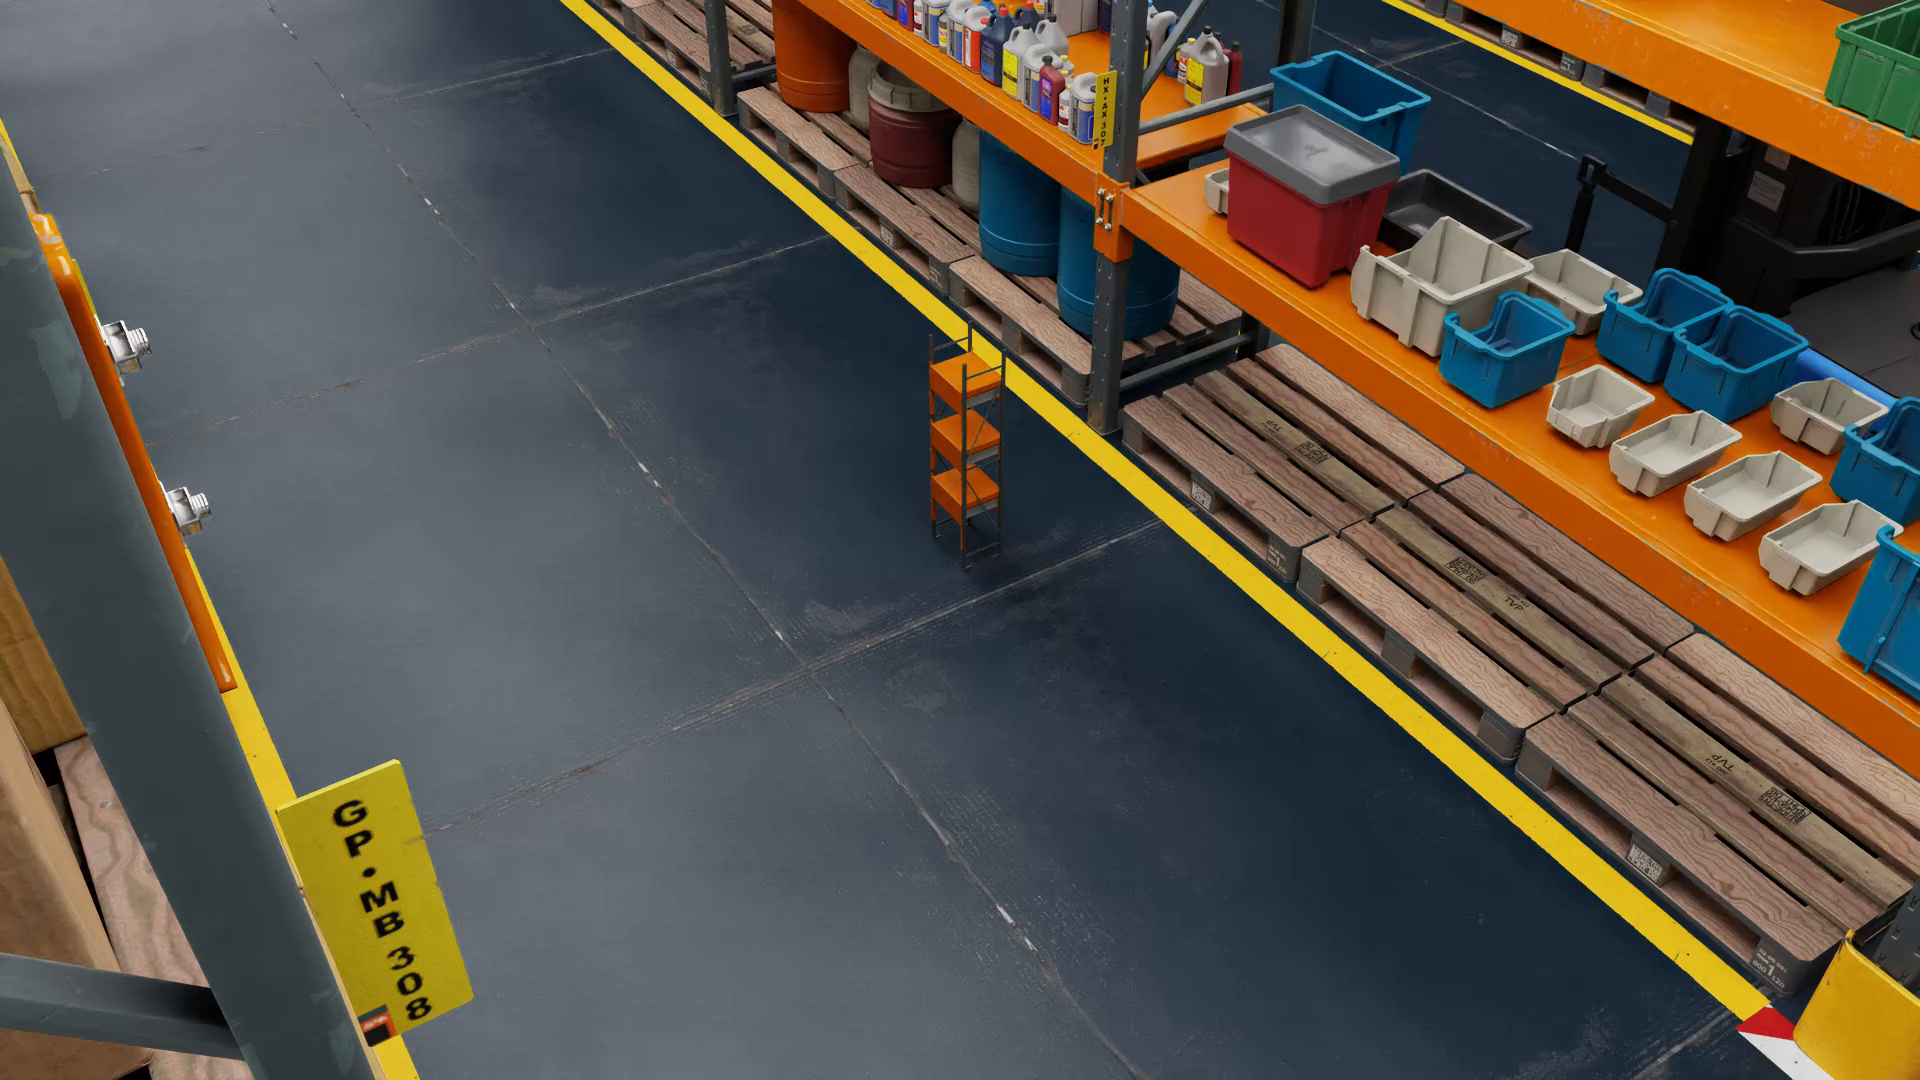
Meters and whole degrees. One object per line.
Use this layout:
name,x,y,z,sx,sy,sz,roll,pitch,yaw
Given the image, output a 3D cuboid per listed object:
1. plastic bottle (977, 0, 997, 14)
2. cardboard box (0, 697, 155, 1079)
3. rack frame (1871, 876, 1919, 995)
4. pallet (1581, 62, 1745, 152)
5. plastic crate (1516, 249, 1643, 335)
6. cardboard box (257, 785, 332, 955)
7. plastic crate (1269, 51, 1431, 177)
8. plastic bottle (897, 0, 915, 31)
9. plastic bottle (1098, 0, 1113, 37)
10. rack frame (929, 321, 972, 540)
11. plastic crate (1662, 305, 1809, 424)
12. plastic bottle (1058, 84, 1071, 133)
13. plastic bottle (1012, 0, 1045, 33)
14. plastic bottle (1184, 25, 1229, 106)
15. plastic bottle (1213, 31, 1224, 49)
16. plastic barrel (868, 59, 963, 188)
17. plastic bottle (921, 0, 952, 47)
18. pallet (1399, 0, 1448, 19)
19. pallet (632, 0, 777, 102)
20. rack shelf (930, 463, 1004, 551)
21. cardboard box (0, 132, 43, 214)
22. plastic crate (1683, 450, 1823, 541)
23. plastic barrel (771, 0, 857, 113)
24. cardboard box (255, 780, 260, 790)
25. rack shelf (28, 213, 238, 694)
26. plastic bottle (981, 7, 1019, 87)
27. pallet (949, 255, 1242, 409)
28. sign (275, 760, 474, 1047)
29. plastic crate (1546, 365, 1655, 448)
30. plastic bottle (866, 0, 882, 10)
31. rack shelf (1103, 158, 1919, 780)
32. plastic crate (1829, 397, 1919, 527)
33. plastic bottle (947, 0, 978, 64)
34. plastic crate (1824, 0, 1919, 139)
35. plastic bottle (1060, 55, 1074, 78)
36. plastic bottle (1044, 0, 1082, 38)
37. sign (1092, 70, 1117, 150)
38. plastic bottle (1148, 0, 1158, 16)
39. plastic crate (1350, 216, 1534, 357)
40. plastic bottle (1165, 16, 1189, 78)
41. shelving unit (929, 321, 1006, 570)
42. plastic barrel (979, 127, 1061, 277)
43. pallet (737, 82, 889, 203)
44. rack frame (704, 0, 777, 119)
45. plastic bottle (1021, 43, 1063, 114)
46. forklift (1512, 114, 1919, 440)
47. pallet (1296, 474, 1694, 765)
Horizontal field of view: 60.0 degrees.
plastic bottle,0.127,-2.484,7.988,0.097,0.271,0.097,0,40,0
cardboard box,-1.294,0.374,1.630,0.700,0.500,0.500,-25,46,-27
rack frame,3.207,0.322,4.520,1.000,3.000,0.127,-22,45,-24
pallet,4.765,-2.895,10.559,1.003,0.211,1.213,-22,45,-24
plastic crate,2.246,-0.922,6.173,0.293,0.136,0.466,-22,45,-24
cardboard box,-1.552,0.783,3.266,0.500,0.500,0.500,-23,45,-26
plastic crate,1.595,-1.719,6.936,0.392,0.384,0.575,-22,45,-24
plastic bottle,-0.256,-2.670,8.202,0.061,0.283,0.133,-22,45,-24
plastic bottle,0.741,-2.616,8.138,0.061,0.283,0.133,-22,45,-24
rack frame,-0.037,-0.440,6.958,0.200,1.050,0.008,-22,45,-24
plastic crate,2.644,-0.594,5.703,0.416,0.233,0.300,-22,45,-24
plastic bottle,0.486,-1.915,7.360,0.097,0.201,0.097,0,40,0
plastic bottle,0.308,-2.351,7.766,0.144,0.351,0.185,-22,45,-24
plastic bottle,1.118,-2.141,7.515,0.144,0.351,0.185,-22,45,-24
plastic bottle,1.147,-2.209,7.649,0.061,0.283,0.133,-22,45,-24
plastic barrel,-0.210,-2.363,9.298,0.600,0.588,0.708,-22,45,-24
plastic bottle,-0.093,-2.558,8.073,0.152,0.276,0.135,-22,45,-24
pallet,3.453,-4.212,12.139,1.003,0.211,1.213,-22,45,-24
pallet,-1.478,-3.356,11.113,1.003,0.211,1.213,-22,45,-24
rack shelf,0.029,-0.153,7.064,0.215,0.259,0.240,-22,45,-24
cardboard box,-4.917,-1.256,7.746,1.225,0.875,0.875,-24,46,-26
plastic crate,2.472,-0.139,5.233,0.396,0.136,0.243,-22,45,-24
plastic barrel,-0.817,-3.065,9.953,0.600,0.830,0.708,-22,45,-24
cardboard box,-1.988,0.710,4.251,0.380,0.149,0.250,-23,45,-25
rack shelf,-2.044,-0.927,2.208,1.077,0.370,4.000,-22,45,-24
plastic bottle,0.187,-2.301,7.707,0.144,0.351,0.185,-22,45,-24
pallet,0.676,-1.196,8.521,1.003,0.211,1.213,-22,45,-24
sign,-0.498,0.321,1.434,0.100,0.325,0.005,-22,45,-24
plastic crate,2.127,-0.434,5.587,0.298,0.136,0.250,-22,45,-24
plastic bottle,-0.389,-2.855,8.430,0.152,0.276,0.135,-22,45,-24
rack shelf,2.132,-0.481,6.046,1.077,0.370,4.000,-22,45,-24
plastic crate,2.998,-0.239,5.277,0.416,0.233,0.300,-22,45,-24
plastic bottle,0.032,-2.433,7.923,0.152,0.276,0.135,-22,45,-24
plastic crate,2.436,-1.183,4.149,0.450,0.188,0.336,-22,45,-24
plastic bottle,0.470,-2.112,7.597,0.097,0.201,0.097,0,40,0
plastic bottle,0.502,-2.618,8.145,0.152,0.276,0.135,-22,45,-24
sign,0.591,-1.755,6.797,0.100,0.325,0.005,-22,45,-24
plastic bottle,0.893,-2.438,7.933,0.097,0.271,0.097,0,40,0
plastic crate,1.722,-0.927,6.065,0.437,0.282,0.530,-22,45,-24
plastic bottle,1.017,-2.313,7.783,0.097,0.271,0.097,0,40,0
shelving unit,0.029,-0.374,6.879,0.215,1.050,0.252,-22,45,-24
plastic barrel,0.397,-1.874,8.467,0.600,0.901,0.708,-22,45,-24
pallet,-0.636,-2.513,10.101,1.003,0.211,1.213,-22,45,-24
rack frame,-1.095,-3.996,9.702,1.000,3.000,0.127,-22,45,-24
plastic bottle,0.375,-2.088,7.509,0.152,0.276,0.135,-22,45,-24
forklift,3.265,-1.704,7.005,1.130,2.935,3.031,-19,43,-22
pallet,2.144,0.277,6.753,1.003,0.211,1.213,-22,45,-24
